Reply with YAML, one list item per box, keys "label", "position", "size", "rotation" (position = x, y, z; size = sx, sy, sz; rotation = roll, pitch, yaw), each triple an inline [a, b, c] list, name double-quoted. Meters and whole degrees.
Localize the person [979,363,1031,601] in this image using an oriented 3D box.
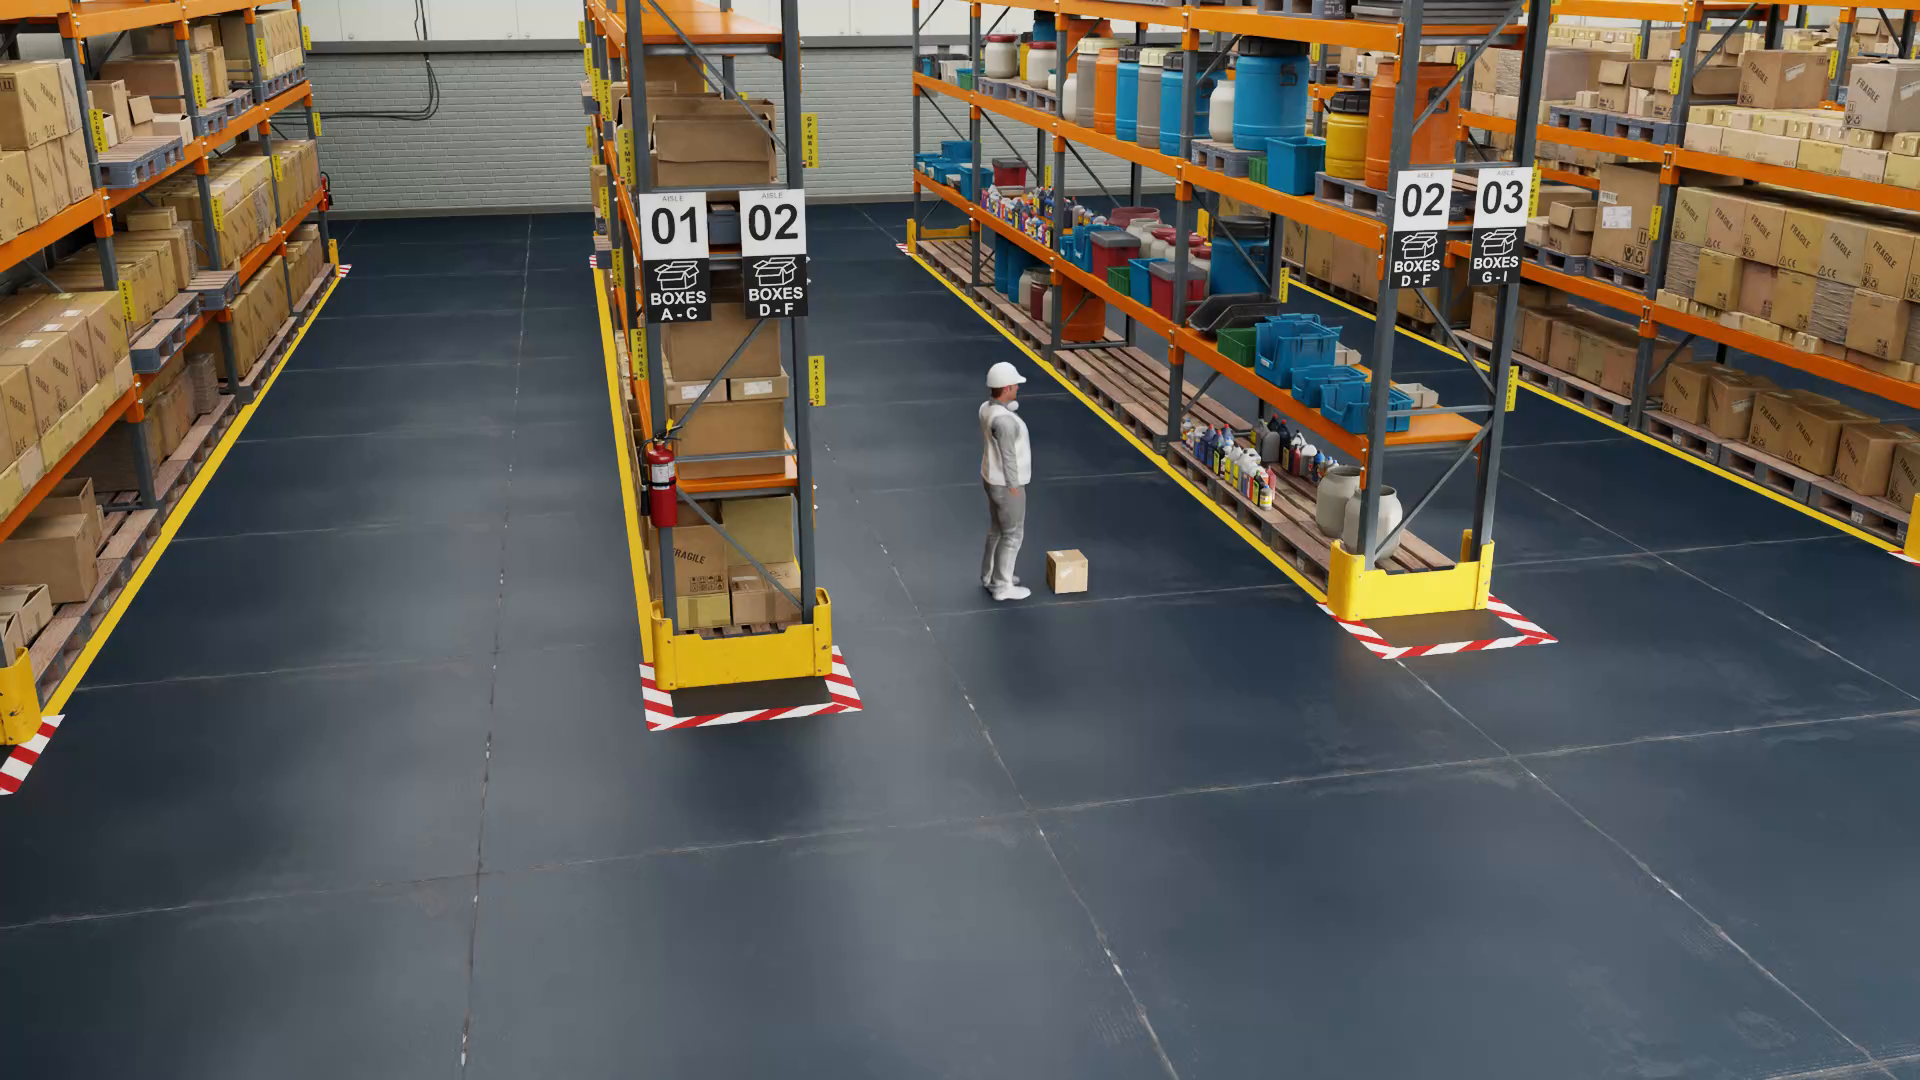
- label: "person"
  position: [0.337, -0.446, 12.304]
  size: [0.359, 1.773, 0.532]
  rotation: [-4, 20, -11]
